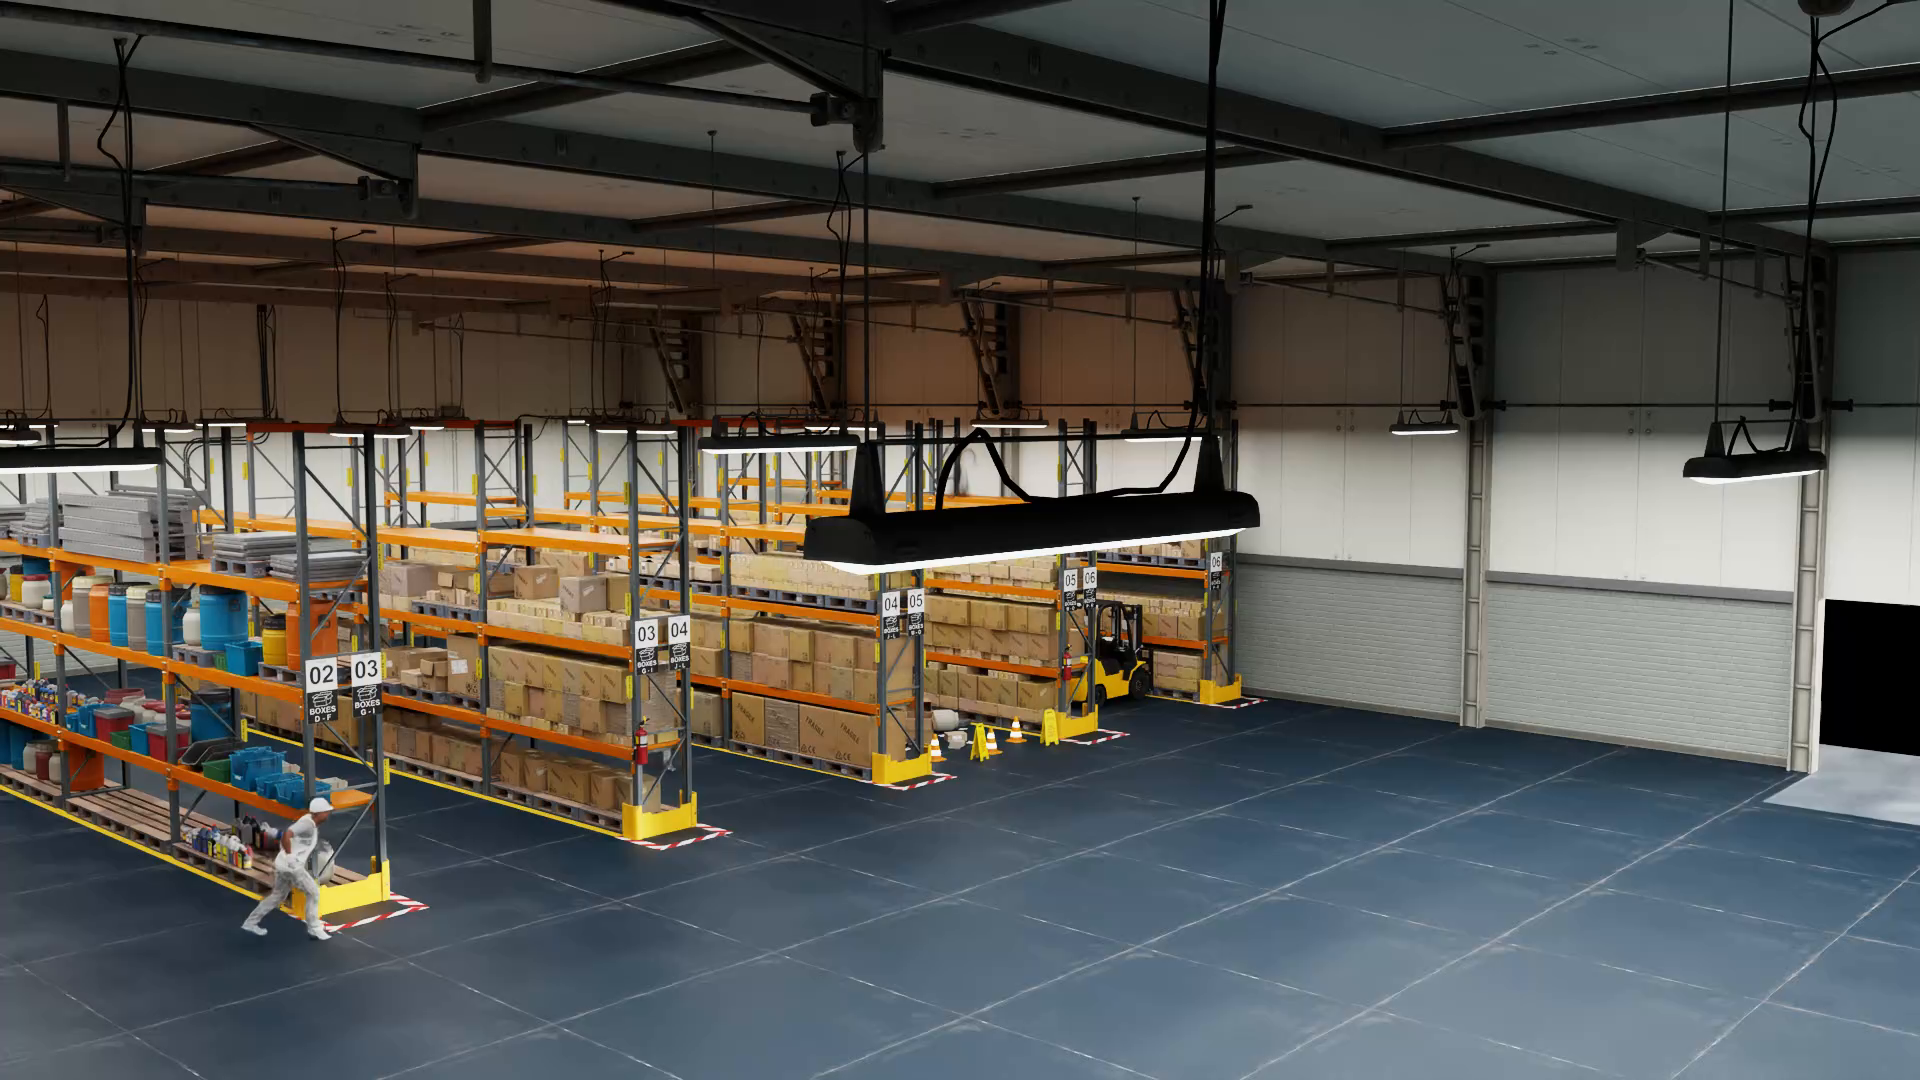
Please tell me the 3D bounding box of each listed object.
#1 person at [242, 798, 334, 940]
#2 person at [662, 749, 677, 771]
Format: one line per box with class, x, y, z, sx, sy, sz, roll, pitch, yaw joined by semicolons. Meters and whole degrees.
person;-7.901;3.914;19.544;1.053;1.733;0.719;-1;5;-16
person;-5.293;3.179;28.969;0.920;1.663;0.606;3;5;32
